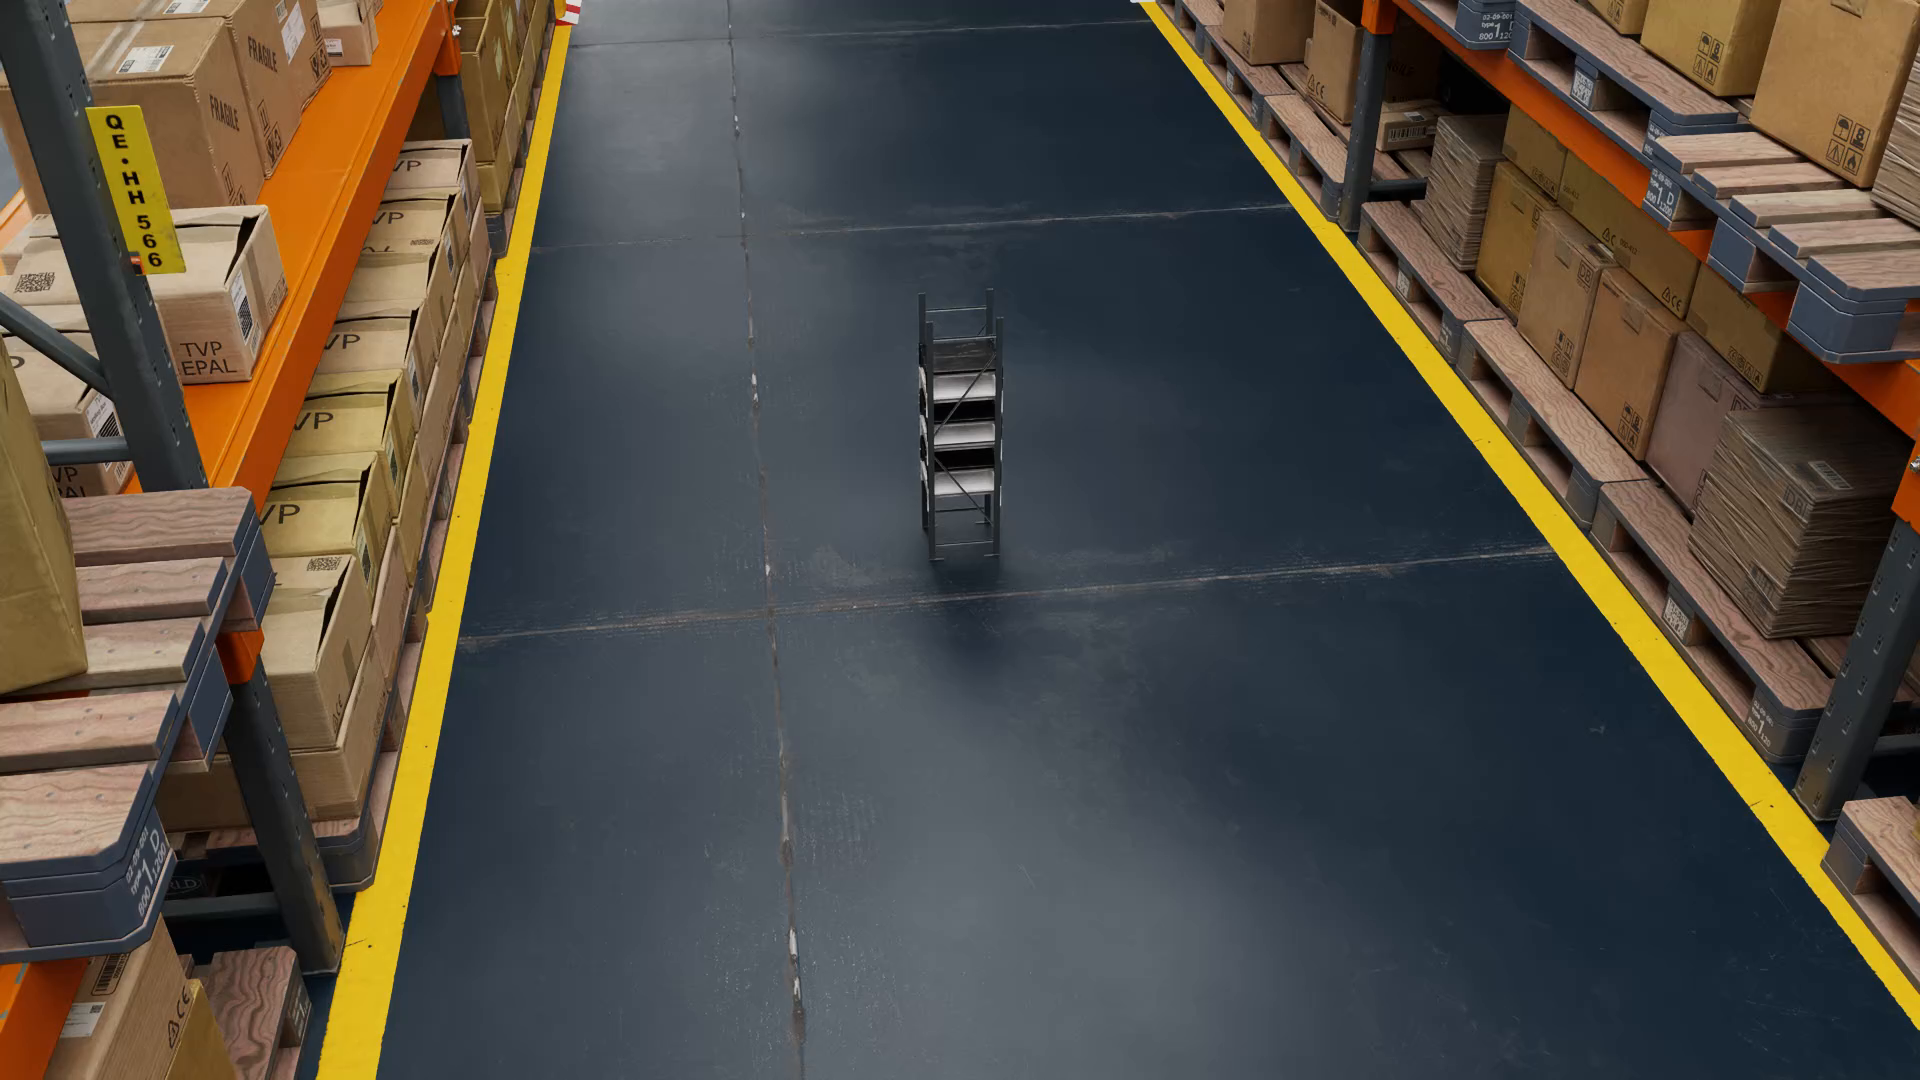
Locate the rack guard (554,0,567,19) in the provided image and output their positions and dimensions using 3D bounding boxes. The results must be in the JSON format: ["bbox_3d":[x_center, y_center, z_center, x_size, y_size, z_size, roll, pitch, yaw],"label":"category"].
[{"bbox_3d":[-3.137,-3.593,10.579,1.175,0.500,0.348,-4,35,-6],"label":"rack guard"}]

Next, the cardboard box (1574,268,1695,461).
[{"bbox_3d":[2.653,-0.644,5.860,0.700,0.500,0.500,-5,35,-7],"label":"cardboard box"}]

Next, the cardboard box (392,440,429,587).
[{"bbox_3d":[-1.981,-0.070,5.258,0.500,0.250,0.500,-5,35,-8],"label":"cardboard box"}]

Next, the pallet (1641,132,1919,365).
[{"bbox_3d":[2.649,-0.836,4.484,1.213,0.211,1.003,-4,35,-6],"label":"pallet"}]

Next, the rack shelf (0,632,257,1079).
[{"bbox_3d":[-1.788,1.265,1.869,1.077,0.370,4.000,-4,35,-6],"label":"rack shelf"}]

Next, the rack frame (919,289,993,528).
[{"bbox_3d":[-0.013,-0.424,5.573,0.240,0.900,0.006,-4,35,-6],"label":"rack frame"}]

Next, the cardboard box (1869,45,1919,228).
[{"bbox_3d":[2.778,-1.010,4.090,0.700,0.500,0.500,-8,35,-12],"label":"cardboard box"}]

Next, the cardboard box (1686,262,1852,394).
[{"bbox_3d":[2.688,-0.705,5.284,0.500,0.250,0.500,-4,34,-5],"label":"cardboard box"}]

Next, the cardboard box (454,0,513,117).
[{"bbox_3d":[-2.423,-2.289,7.848,0.500,0.500,0.500,-4,35,-6],"label":"cardboard box"}]

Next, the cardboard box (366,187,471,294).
[{"bbox_3d":[-2.181,-1.156,6.353,0.500,0.311,0.500,-3,34,-5],"label":"cardboard box"}]

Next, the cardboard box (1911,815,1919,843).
[{"bbox_3d":[2.820,0.609,3.728,0.750,0.750,0.750,-5,35,-7],"label":"cardboard box"}]

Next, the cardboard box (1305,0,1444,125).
[{"bbox_3d":[2.134,-2.483,8.559,0.500,0.500,0.500,-7,35,-10],"label":"cardboard box"}]

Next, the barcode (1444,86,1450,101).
[{"bbox_3d":[2.496,-2.288,8.522,0.001,0.075,0.075,-4,35,-6],"label":"barcode"}]

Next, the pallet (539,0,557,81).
[{"bbox_3d":[-2.989,-3.037,10.019,1.003,0.211,1.213,-4,35,-6],"label":"pallet"}]

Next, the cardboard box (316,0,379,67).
[{"bbox_3d":[-2.295,-1.848,5.918,0.396,0.266,0.258,-5,35,-8],"label":"cardboard box"}]

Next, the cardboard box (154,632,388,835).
[{"bbox_3d":[-1.837,0.500,4.422,0.500,0.250,0.500,-4,35,-7],"label":"cardboard box"}]

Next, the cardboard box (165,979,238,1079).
[{"bbox_3d":[-1.699,1.207,3.145,0.500,0.500,0.500,-3,34,-5],"label":"cardboard box"}]

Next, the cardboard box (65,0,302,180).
[{"bbox_3d":[-2.370,-1.419,5.079,0.500,0.500,0.500,-4,35,-6],"label":"cardboard box"}]

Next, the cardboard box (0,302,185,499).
[{"bbox_3d":[-2.063,-0.318,3.632,0.500,0.311,0.500,-2,34,-3],"label":"cardboard box"}]

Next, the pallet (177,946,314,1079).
[{"bbox_3d":[-1.994,1.423,3.474,1.003,0.211,1.213,-4,35,-6],"label":"pallet"}]

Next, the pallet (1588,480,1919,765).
[{"bbox_3d":[2.747,0.190,5.283,1.003,0.211,1.213,-4,35,-6],"label":"pallet"}]

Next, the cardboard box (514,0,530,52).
[{"bbox_3d":[-2.551,-2.847,8.667,0.500,0.500,0.500,-4,35,-6],"label":"cardboard box"}]

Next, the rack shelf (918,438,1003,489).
[{"bbox_3d":[0.001,-0.265,5.559,0.258,0.077,0.200,-4,35,-6],"label":"rack shelf"}]

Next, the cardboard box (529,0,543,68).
[{"bbox_3d":[-2.620,-2.816,9.288,0.500,0.250,0.500,-4,35,-6],"label":"cardboard box"}]

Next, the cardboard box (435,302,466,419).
[{"bbox_3d":[-2.117,-0.641,6.095,0.500,0.250,0.500,-4,34,-5],"label":"cardboard box"}]

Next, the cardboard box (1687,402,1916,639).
[{"bbox_3d":[2.702,-0.072,5.022,0.700,0.500,0.500,-4,34,-6],"label":"cardboard box"}]

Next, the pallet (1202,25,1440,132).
[{"bbox_3d":[2.020,-2.660,9.466,1.003,0.211,1.213,-4,35,-6],"label":"pallet"}]

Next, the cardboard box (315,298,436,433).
[{"bbox_3d":[-2.052,-0.596,5.532,0.500,0.311,0.500,-5,35,-7],"label":"cardboard box"}]

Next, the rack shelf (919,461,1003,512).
[{"bbox_3d":[0.001,-0.191,5.610,0.258,0.077,0.200,-4,35,-6],"label":"rack shelf"}]

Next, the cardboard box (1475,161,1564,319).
[{"bbox_3d":[2.548,-1.213,6.695,0.700,0.500,0.500,-5,35,-7],"label":"cardboard box"}]

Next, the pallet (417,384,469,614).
[{"bbox_3d":[-2.290,-0.138,5.765,1.003,0.211,1.213,-4,35,-6],"label":"pallet"}]

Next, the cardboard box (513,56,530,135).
[{"bbox_3d":[-2.482,-2.259,8.469,0.500,0.250,0.500,-4,35,-6],"label":"cardboard box"}]

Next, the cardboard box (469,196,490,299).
[{"bbox_3d":[-2.252,-1.209,6.928,0.500,0.250,0.500,-5,35,-7],"label":"cardboard box"}]

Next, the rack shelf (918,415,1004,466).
[{"bbox_3d":[0.001,-0.340,5.509,0.258,0.077,0.200,-4,35,-6],"label":"rack shelf"}]

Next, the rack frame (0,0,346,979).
[{"bbox_3d":[-2.057,-0.149,3.304,1.000,3.000,0.127,-4,35,-6],"label":"rack frame"}]

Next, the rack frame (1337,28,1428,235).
[{"bbox_3d":[2.313,-2.758,7.133,1.000,3.000,0.127,-4,35,-6],"label":"rack frame"}]

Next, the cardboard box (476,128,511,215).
[{"bbox_3d":[-2.357,-1.700,7.649,0.500,0.250,0.500,-4,35,-6],"label":"cardboard box"}]

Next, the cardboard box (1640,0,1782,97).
[{"bbox_3d":[2.588,-1.704,5.107,0.700,0.500,0.500,-4,35,-6],"label":"cardboard box"}]

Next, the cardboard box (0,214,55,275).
[{"bbox_3d":[-2.285,-0.752,4.413,0.380,0.149,0.250,-2,34,-3],"label":"cardboard box"}]

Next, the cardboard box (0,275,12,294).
[{"bbox_3d":[-2.452,-0.526,4.081,0.380,0.149,0.250,-4,35,-6],"label":"cardboard box"}]

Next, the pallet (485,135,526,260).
[{"bbox_3d":[-2.661,-1.675,8.021,1.003,0.211,1.213,-4,35,-6],"label":"pallet"}]

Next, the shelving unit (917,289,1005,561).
[{"bbox_3d":[0.001,-0.367,5.490,0.258,0.900,0.210,-4,35,-6],"label":"shelving unit"}]

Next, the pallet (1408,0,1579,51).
[{"bbox_3d":[2.271,-2.241,6.545,1.003,0.211,1.213,-4,35,-6],"label":"pallet"}]

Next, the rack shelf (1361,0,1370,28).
[{"bbox_3d":[2.044,-3.577,8.974,1.077,0.370,4.000,-4,35,-6],"label":"rack shelf"}]

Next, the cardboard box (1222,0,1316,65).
[{"bbox_3d":[1.904,-3.015,9.339,0.700,0.500,0.500,-6,35,-9],"label":"cardboard box"}]

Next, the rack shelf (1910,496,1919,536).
[{"bbox_3d":[3.120,0.888,2.423,1.077,0.370,4.000,-4,35,-6],"label":"rack shelf"}]

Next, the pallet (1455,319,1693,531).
[{"bbox_3d":[2.586,-0.489,6.280,1.003,0.211,1.213,-4,35,-6],"label":"pallet"}]

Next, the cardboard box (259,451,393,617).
[{"bbox_3d":[-1.916,-0.025,4.693,0.500,0.311,0.500,-5,35,-8],"label":"cardboard box"}]

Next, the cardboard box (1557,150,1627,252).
[{"bbox_3d":[2.565,-1.272,6.115,0.500,0.250,0.500,-5,35,-8],"label":"cardboard box"}]

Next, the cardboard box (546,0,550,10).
[{"bbox_3d":[-2.768,-3.373,10.105,0.500,0.250,0.500,-4,35,-6],"label":"cardboard box"}]
